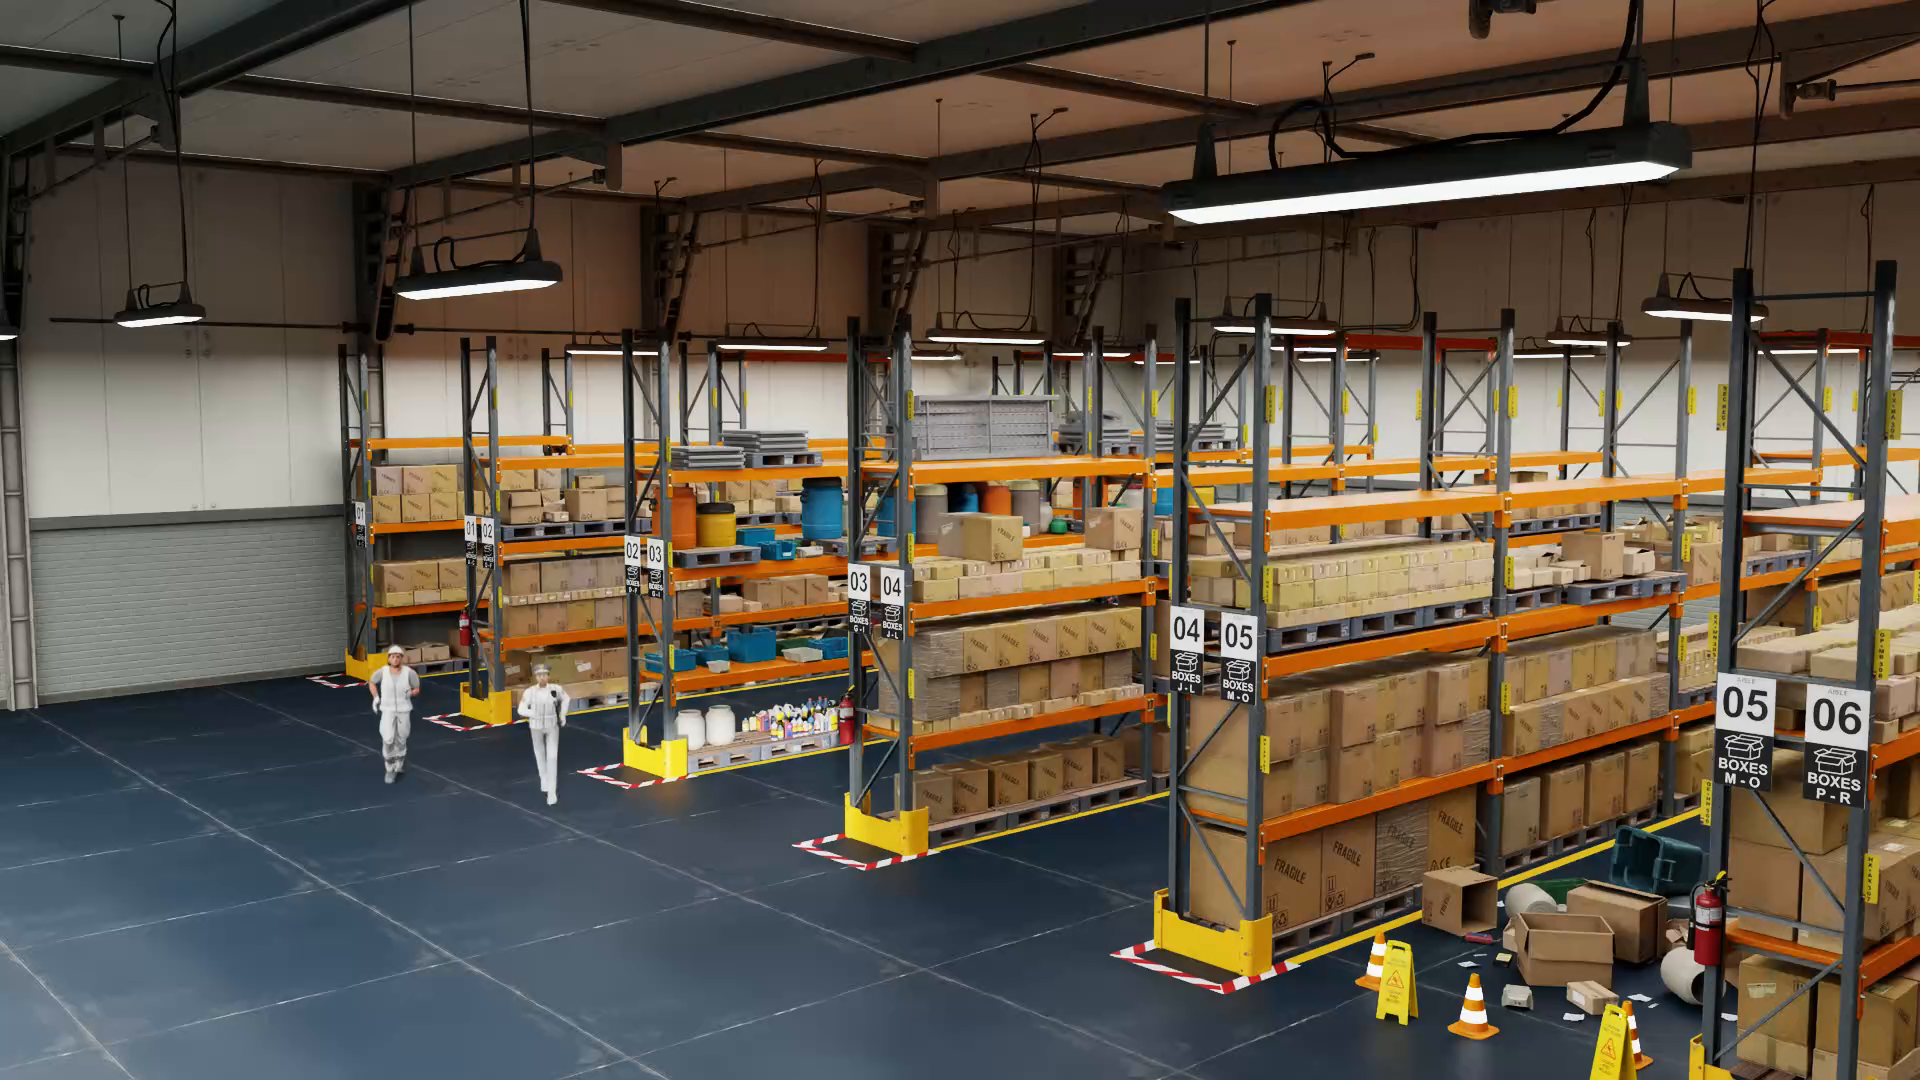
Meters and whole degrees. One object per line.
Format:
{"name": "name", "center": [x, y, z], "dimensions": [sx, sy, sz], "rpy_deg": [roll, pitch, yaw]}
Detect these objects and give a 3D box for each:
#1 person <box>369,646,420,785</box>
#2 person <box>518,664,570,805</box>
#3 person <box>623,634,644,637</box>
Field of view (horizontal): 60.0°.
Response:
{"name": "person", "center": [-7.470, 2.311, 22.028], "dimensions": [0.632, 1.827, 0.748], "rpy_deg": [-2, 6, -22]}
{"name": "person", "center": [-5.276, 2.414, 21.093], "dimensions": [0.617, 1.725, 0.836], "rpy_deg": [-1, 5, -9]}
{"name": "person", "center": [-5.773, 1.615, 29.754], "dimensions": [0.656, 1.824, 0.744], "rpy_deg": [4, 7, 39]}
